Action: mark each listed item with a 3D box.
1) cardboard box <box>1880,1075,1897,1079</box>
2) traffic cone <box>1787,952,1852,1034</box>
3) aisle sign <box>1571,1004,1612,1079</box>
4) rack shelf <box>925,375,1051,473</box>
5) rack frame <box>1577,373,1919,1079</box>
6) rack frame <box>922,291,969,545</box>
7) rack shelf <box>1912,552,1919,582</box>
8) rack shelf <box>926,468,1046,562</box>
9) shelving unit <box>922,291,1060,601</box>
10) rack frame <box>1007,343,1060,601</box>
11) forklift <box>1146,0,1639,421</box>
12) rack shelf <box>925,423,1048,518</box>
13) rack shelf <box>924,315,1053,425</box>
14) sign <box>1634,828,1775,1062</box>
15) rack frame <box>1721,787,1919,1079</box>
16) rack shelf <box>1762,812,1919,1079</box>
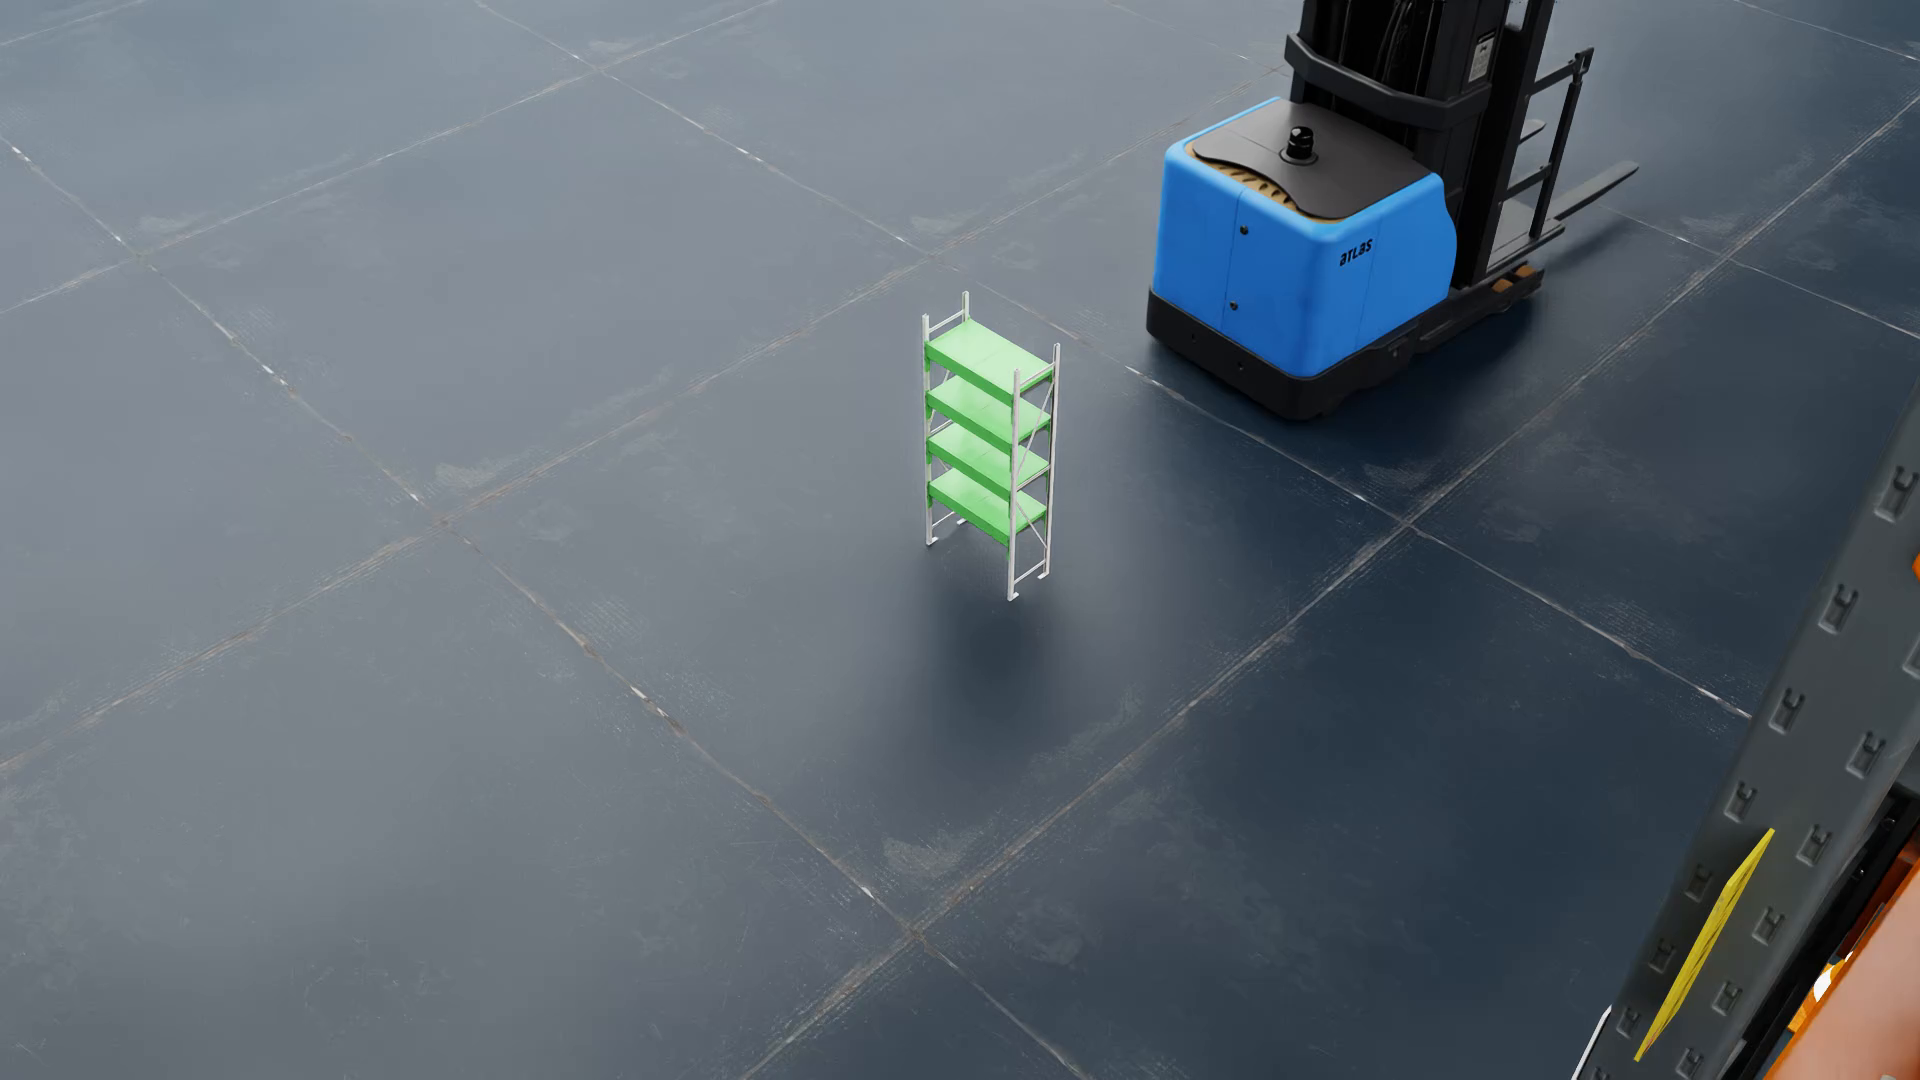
[{"bbox_3d":[1.159,0.893,2.048,0.380,0.149,0.250,-34,53,-31],"label":"cardboard box"},{"bbox_3d":[2.917,1.412,5.381,0.336,0.463,0.334,-34,53,-31],"label":"traffic cone"},{"bbox_3d":[0.891,0.752,2.311,0.394,0.787,0.004,-34,53,-31],"label":"aisle sign"},{"bbox_3d":[0.117,-0.490,6.637,0.258,0.148,0.480,-34,53,-31],"label":"rack shelf"},{"bbox_3d":[1.154,-0.616,1.286,1.000,3.000,0.127,-34,53,-31],"label":"rack frame"},{"bbox_3d":[-0.055,-0.478,6.884,0.240,1.200,0.015,-34,53,-31],"label":"rack frame"},{"bbox_3d":[2.567,0.611,0.491,1.077,0.370,4.000,-34,53,-31],"label":"rack shelf"},{"bbox_3d":[0.117,-0.138,6.963,0.258,0.148,0.480,-34,53,-31],"label":"rack shelf"},{"bbox_3d":[0.117,-0.361,6.757,0.258,1.200,0.503,-34,53,-31],"label":"shelving unit"},{"bbox_3d":[0.289,-0.244,6.630,0.240,1.200,0.015,-34,53,-31],"label":"rack frame"},{"bbox_3d":[2.375,-2.486,7.781,3.031,2.935,1.130,-30,51,-28],"label":"forklift"},{"bbox_3d":[0.117,-0.314,6.800,0.258,0.148,0.480,-34,53,-31],"label":"rack shelf"},{"bbox_3d":[0.117,-0.667,6.474,0.258,0.148,0.480,-34,53,-31],"label":"rack shelf"},{"bbox_3d":[0.770,0.425,1.726,0.100,0.325,0.005,-34,53,-31],"label":"sign"},{"bbox_3d":[1.154,1.587,3.322,1.000,3.000,0.127,-34,53,-31],"label":"rack frame"},{"bbox_3d":[2.567,1.711,1.508,1.077,0.370,4.000,-34,53,-31],"label":"rack shelf"}]
